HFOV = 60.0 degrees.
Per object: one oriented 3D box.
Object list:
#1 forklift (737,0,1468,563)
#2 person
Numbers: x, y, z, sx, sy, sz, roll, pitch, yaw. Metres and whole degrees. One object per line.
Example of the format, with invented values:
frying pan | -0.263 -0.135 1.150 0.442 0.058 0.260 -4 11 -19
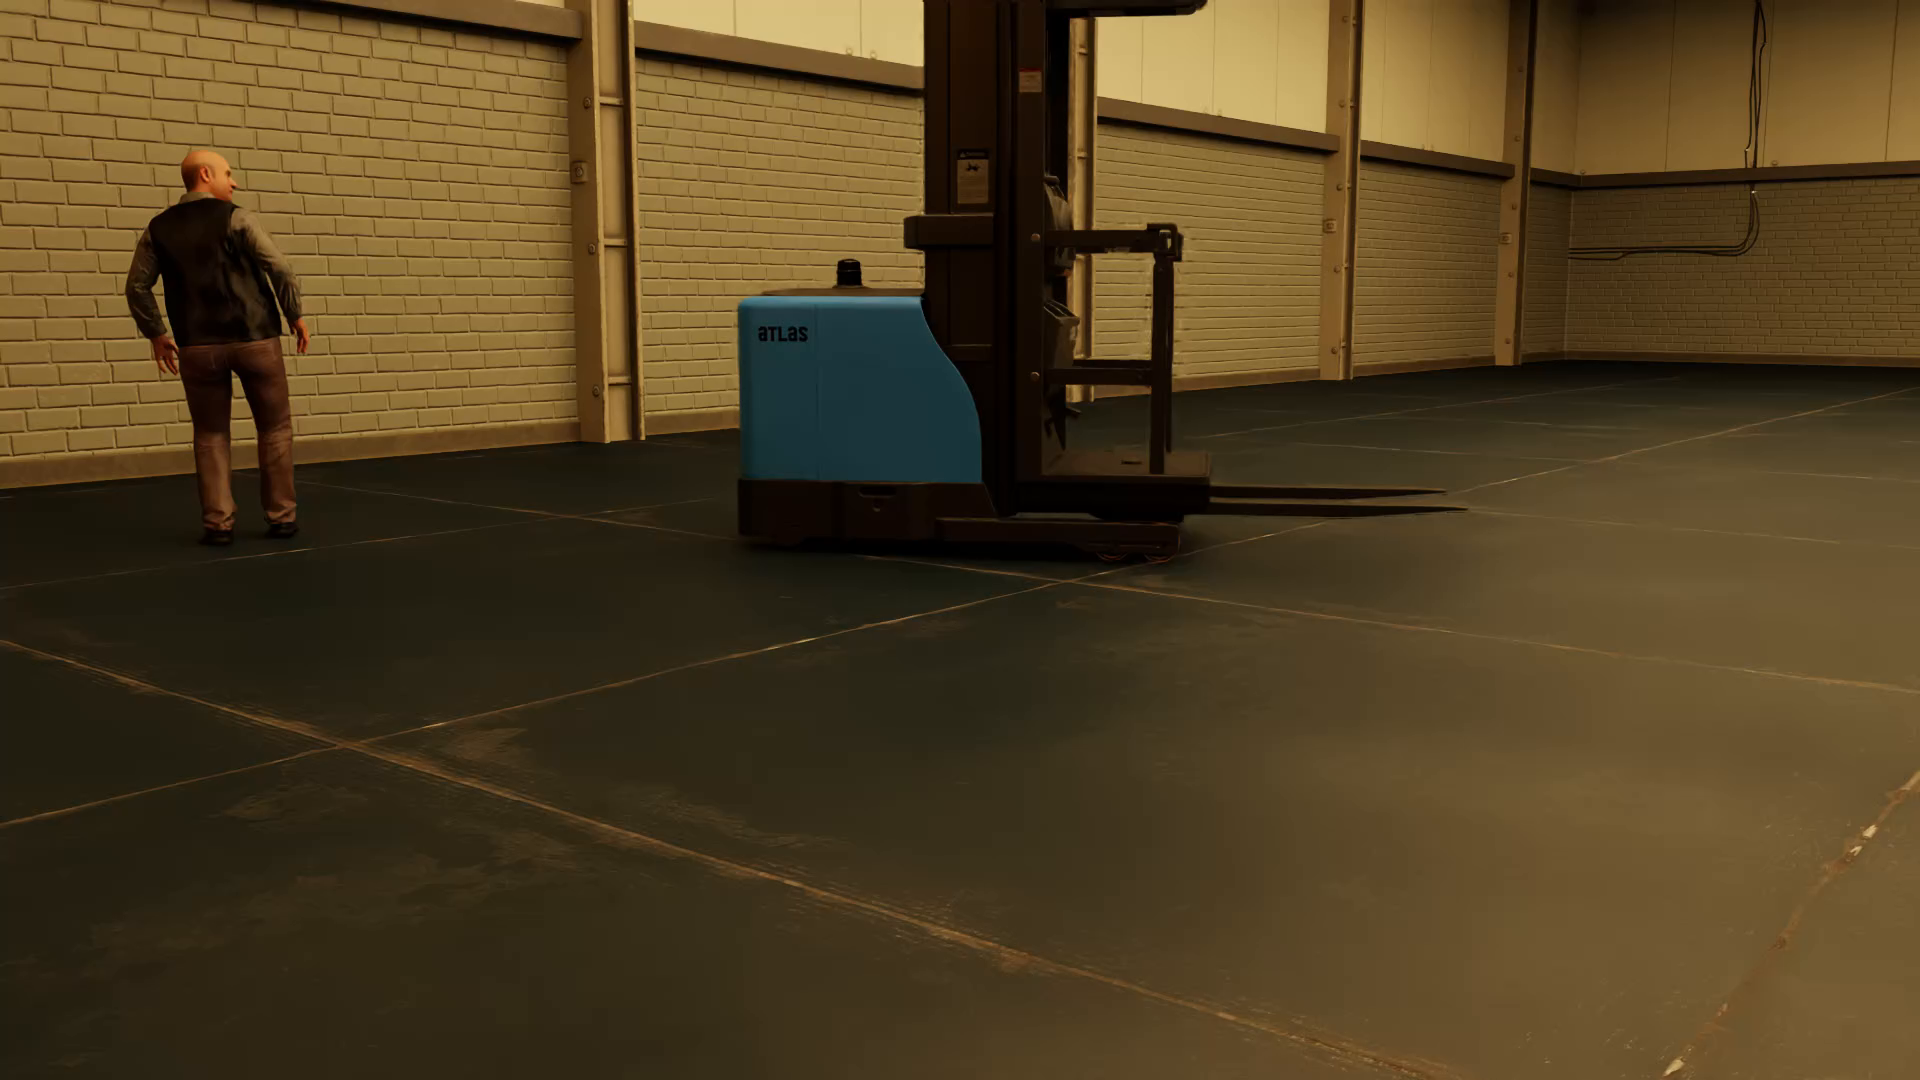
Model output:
forklift | 0.613 -1.439 7.116 3.031 2.935 1.130 1 8 9
person | -3.249 -0.847 7.331 0.726 1.703 0.512 -1 8 -10
